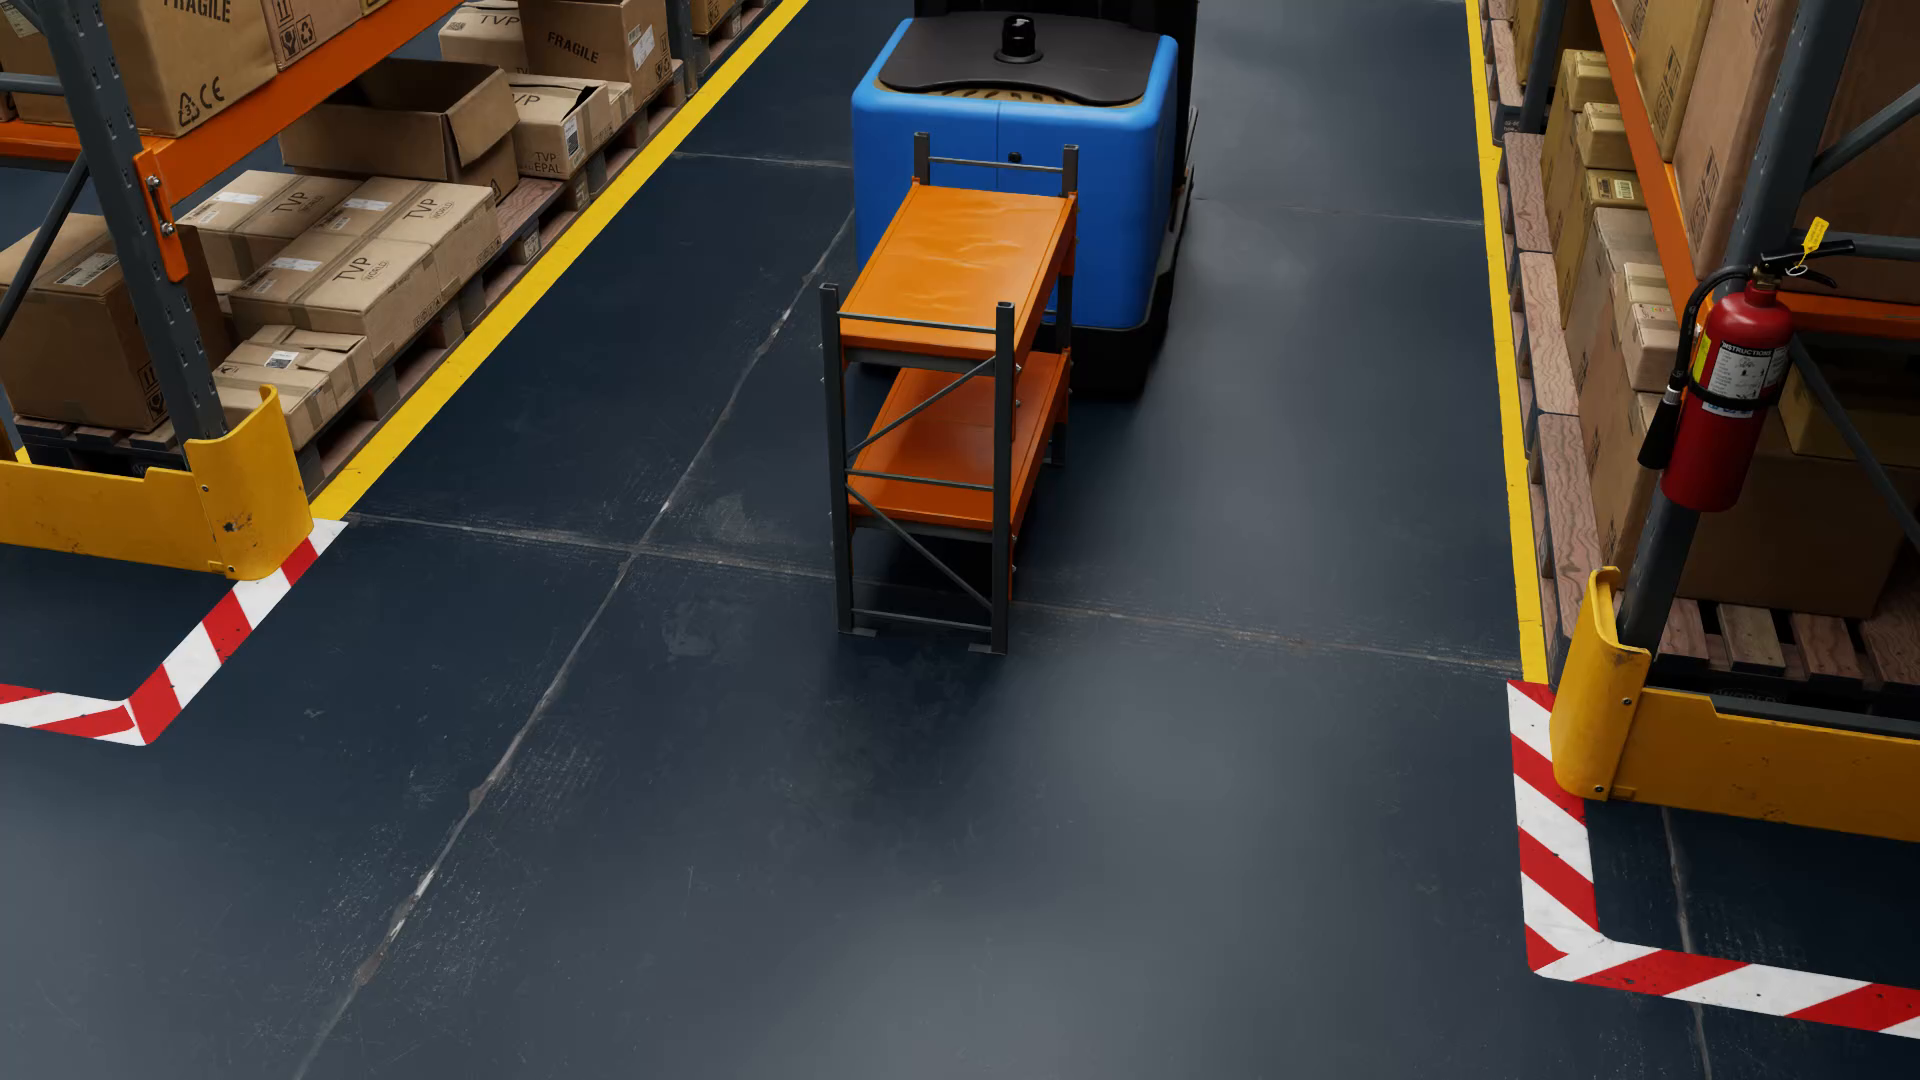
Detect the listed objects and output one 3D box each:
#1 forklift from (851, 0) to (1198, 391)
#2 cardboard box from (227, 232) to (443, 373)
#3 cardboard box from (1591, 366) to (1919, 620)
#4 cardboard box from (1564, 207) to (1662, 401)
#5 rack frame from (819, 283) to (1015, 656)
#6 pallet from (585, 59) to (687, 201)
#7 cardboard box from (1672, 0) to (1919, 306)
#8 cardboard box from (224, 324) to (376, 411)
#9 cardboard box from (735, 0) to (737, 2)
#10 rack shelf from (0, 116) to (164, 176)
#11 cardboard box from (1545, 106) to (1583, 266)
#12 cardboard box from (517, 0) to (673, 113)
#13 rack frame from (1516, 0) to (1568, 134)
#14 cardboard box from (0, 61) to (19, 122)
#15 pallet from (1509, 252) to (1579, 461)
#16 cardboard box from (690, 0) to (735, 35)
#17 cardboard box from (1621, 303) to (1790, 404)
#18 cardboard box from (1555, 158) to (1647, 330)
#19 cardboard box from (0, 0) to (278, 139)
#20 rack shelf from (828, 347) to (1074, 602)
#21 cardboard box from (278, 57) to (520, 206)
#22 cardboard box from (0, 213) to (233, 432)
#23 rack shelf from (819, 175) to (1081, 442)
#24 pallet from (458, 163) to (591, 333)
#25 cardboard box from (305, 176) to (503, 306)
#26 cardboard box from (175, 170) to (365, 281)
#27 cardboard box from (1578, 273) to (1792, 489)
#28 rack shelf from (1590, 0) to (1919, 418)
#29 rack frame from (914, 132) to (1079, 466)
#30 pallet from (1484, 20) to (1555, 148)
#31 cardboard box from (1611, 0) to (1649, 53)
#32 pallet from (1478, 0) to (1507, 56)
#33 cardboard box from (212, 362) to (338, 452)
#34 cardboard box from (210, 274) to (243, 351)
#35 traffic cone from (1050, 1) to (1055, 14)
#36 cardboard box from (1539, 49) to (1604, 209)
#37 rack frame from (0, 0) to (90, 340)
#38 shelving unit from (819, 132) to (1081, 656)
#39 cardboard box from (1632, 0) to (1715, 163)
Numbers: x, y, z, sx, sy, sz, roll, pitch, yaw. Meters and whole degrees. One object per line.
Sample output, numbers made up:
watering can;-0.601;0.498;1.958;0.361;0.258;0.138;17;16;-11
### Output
forklift;0.413;-2.573;6.303;1.130;2.935;3.031;7;36;9
cardboard box;-2.172;-0.837;5.817;0.500;0.250;0.500;7;37;10
cardboard box;2.220;-0.163;4.691;0.700;0.500;0.500;7;37;10
cardboard box;2.434;-0.738;5.484;0.700;0.500;0.500;6;36;8
rack frame;-0.110;-0.160;4.512;0.500;1.125;0.032;7;37;10
pallet;-1.965;-1.980;7.802;1.003;0.211;1.213;7;37;10
cardboard box;2.267;-1.006;3.826;0.980;0.700;0.700;9;37;12
cardboard box;-2.193;-0.581;5.535;0.380;0.166;0.250;7;37;10
cardboard box;-1.373;-3.223;8.896;0.500;0.500;0.500;8;37;11
rack shelf;-2.245;-2.144;6.099;0.919;0.124;3.809;7;37;10
cardboard box;2.652;-1.339;6.313;0.700;0.500;0.500;7;37;9
cardboard box;-1.662;-2.307;7.632;0.500;0.500;0.500;7;37;10
rack frame;3.023;-2.884;6.673;1.000;3.000;0.127;7;37;10
cardboard box;-2.842;-1.541;4.735;0.500;0.500;0.500;8;37;11
pallet;2.525;-0.627;5.936;1.003;0.211;1.213;7;37;10
cardboard box;-1.476;-2.916;8.472;0.500;0.500;0.500;6;36;8
cardboard box;2.070;-0.522;4.633;0.380;0.149;0.250;7;37;9
cardboard box;2.540;-1.045;5.907;0.700;0.500;0.500;8;37;11
cardboard box;-2.319;-1.472;4.639;0.500;0.500;0.500;8;37;11
rack shelf;-0.001;-0.254;5.058;0.538;0.278;1.000;7;37;10
cardboard box;-2.214;-1.593;6.644;0.797;0.503;0.637;7;37;10
cardboard box;-2.796;-0.718;5.440;0.500;0.500;0.500;7;37;10
rack shelf;-0.001;-0.689;4.743;0.538;0.278;1.000;7;37;10
pallet;-2.224;-1.279;6.835;1.003;0.211;1.213;7;37;10
cardboard box;-2.065;-1.124;6.213;0.500;0.250;0.500;7;37;10
cardboard box;-2.564;-1.158;6.260;0.500;0.250;0.500;7;37;10
cardboard box;2.327;-0.450;5.086;0.700;0.500;0.500;7;37;10
rack shelf;2.596;-1.446;5.303;1.077;0.370;4.000;7;37;10
rack frame;0.107;-0.743;5.317;0.500;1.125;0.032;7;37;10
pallet;3.114;-2.207;8.115;1.003;0.211;1.213;7;37;10
cardboard box;2.584;-1.861;5.005;0.980;0.700;0.700;6;36;8
pallet;3.372;-2.908;9.083;1.003;0.211;1.213;7;37;10
cardboard box;-2.247;-0.431;5.342;0.380;0.149;0.250;7;37;10
cardboard box;-2.622;-0.804;5.843;0.380;0.166;0.250;7;37;10
traffic cone;0.358;-1.992;6.152;0.062;1.202;0.307;7;37;10
cardboard box;2.763;-1.626;6.710;0.700;0.500;0.500;8;37;11
rack frame;-2.669;-1.209;4.363;0.949;2.616;0.053;7;37;10
shelving unit;-0.001;-0.452;4.915;0.538;1.125;1.048;7;37;10
cardboard box;2.412;-1.425;4.404;0.980;0.700;0.700;7;37;10
